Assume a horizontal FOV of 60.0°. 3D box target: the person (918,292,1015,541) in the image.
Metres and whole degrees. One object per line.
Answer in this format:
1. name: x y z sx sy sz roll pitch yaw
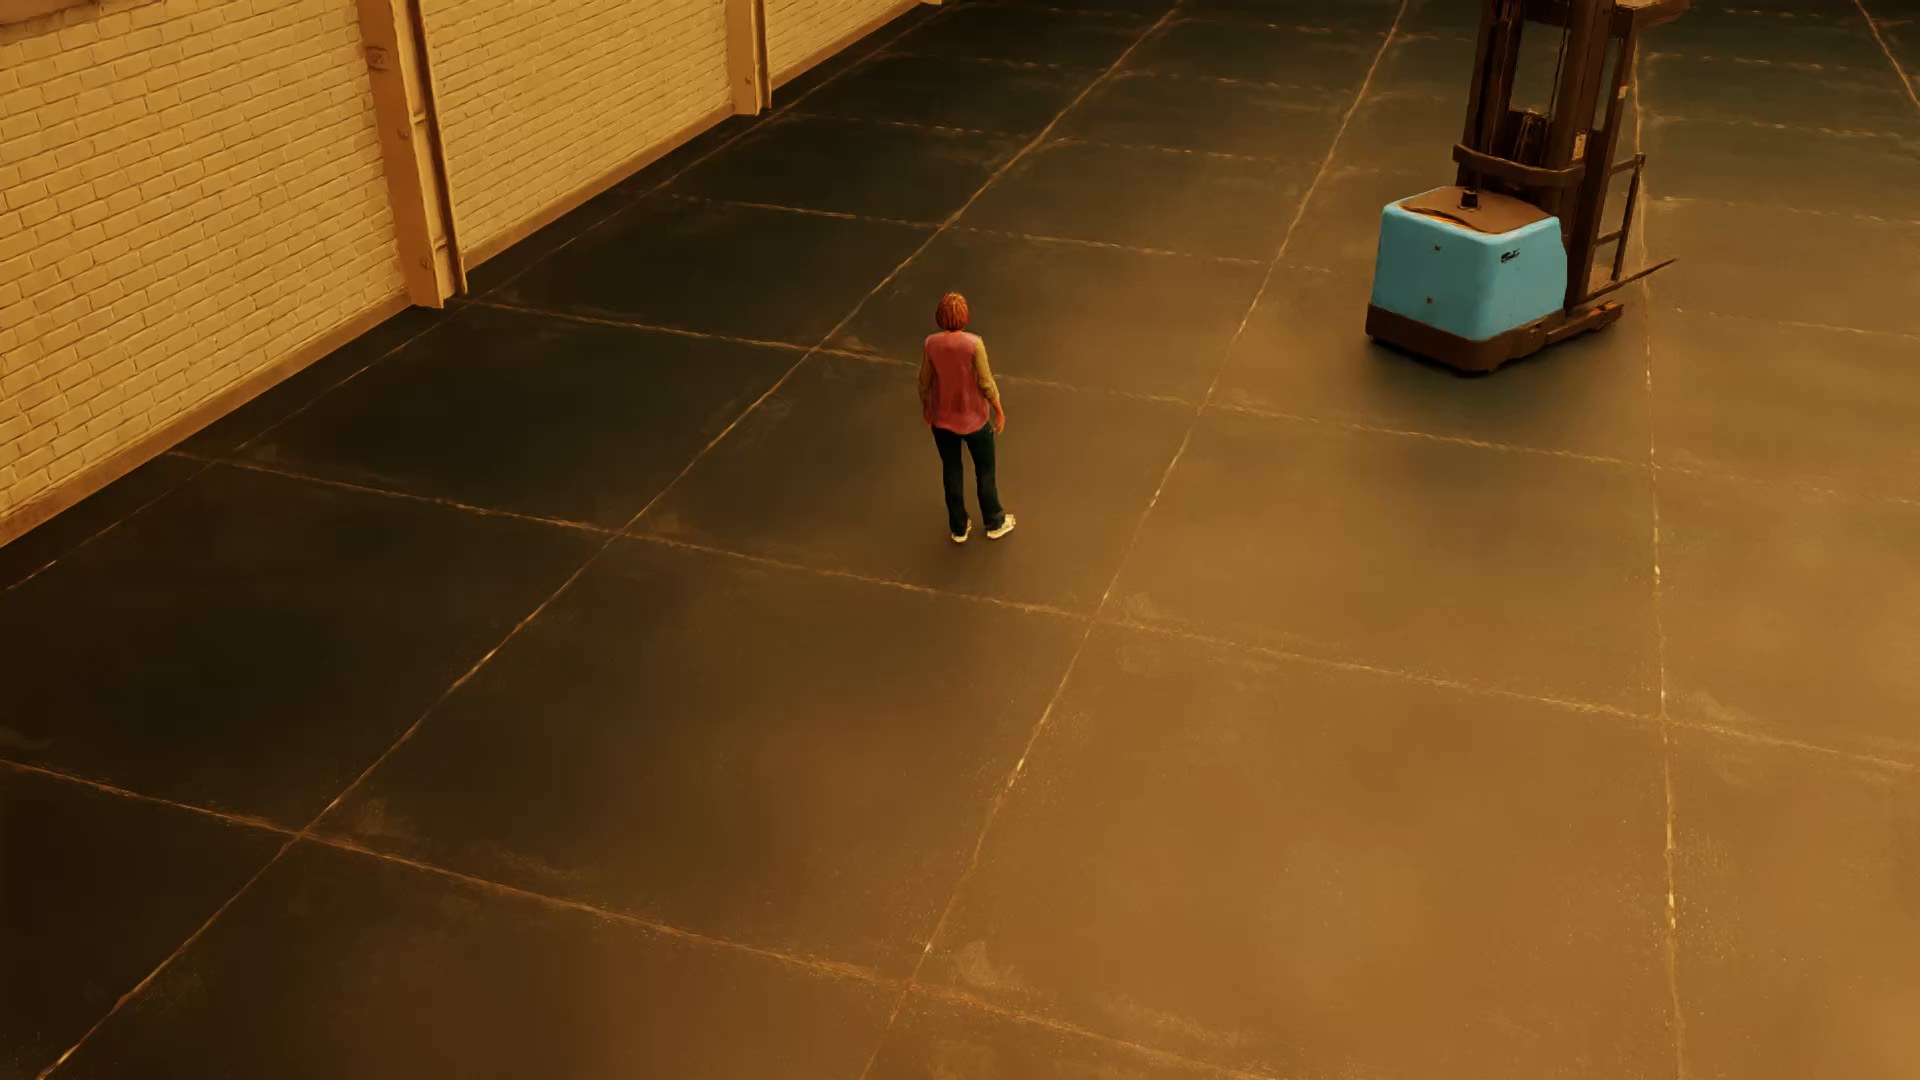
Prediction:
1. person: 0.037 -0.733 9.754 0.520 1.597 0.474 10 31 16

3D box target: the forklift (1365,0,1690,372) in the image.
1. forklift: 4.572 -3.090 12.558 3.031 2.935 1.130 -22 36 -33
